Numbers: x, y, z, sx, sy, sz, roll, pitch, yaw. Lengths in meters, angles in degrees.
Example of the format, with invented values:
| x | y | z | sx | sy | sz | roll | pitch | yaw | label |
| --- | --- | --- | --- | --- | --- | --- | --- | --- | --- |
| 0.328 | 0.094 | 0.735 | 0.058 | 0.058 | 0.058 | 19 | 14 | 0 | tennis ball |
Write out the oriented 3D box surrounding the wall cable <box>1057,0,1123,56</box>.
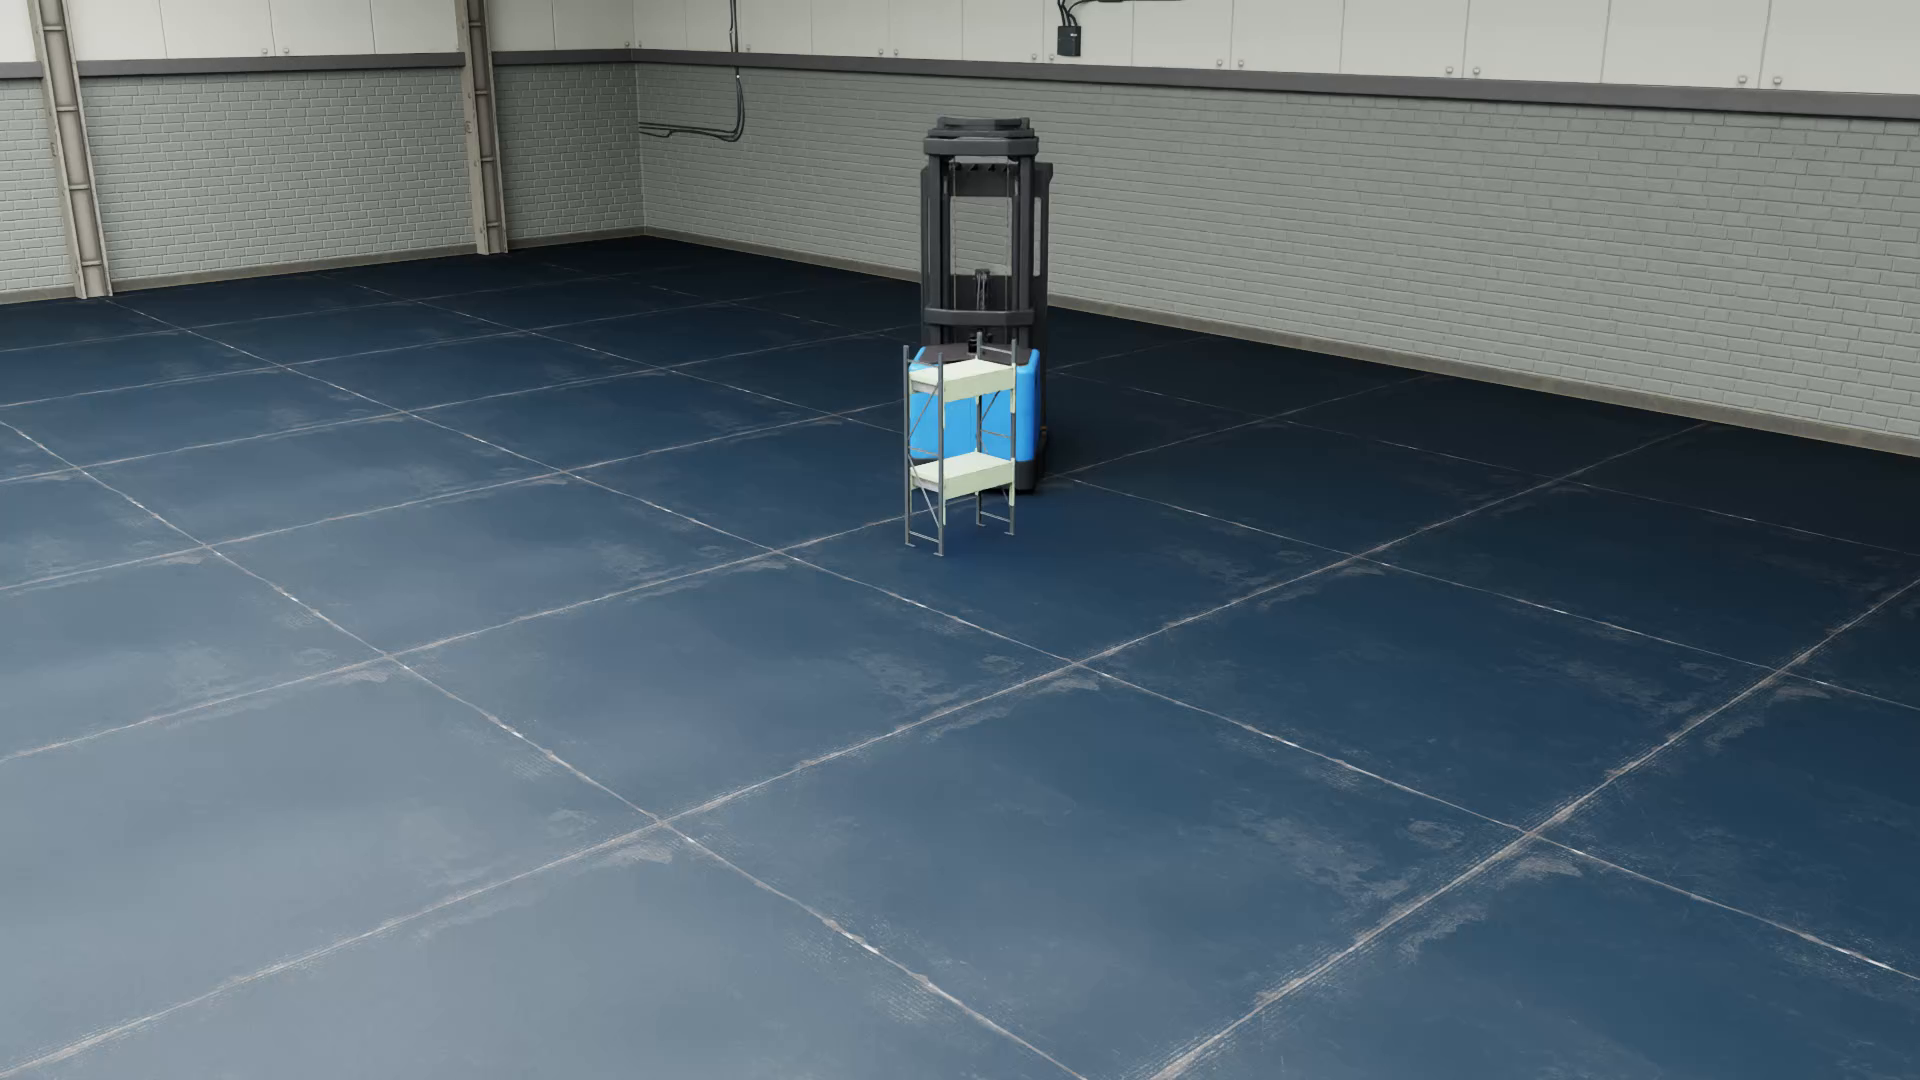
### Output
| x | y | z | sx | sy | sz | roll | pitch | yaw | label |
| --- | --- | --- | --- | --- | --- | --- | --- | --- | --- |
| 2.042 | -8.717 | 19.265 | 0.169 | 6.003 | 2.305 | -16 | 24 | -41 | wall cable |

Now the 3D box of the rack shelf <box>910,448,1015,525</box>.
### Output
| x | y | z | sx | sy | sz | roll | pitch | yaw | label |
| --- | --- | --- | --- | --- | --- | --- | --- | --- | --- |
| 0.005 | -0.405 | 12.358 | 0.720 | 0.370 | 0.431 | -16 | 24 | -41 | rack shelf |

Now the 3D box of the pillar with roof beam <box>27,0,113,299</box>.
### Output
| x | y | z | sx | sy | sz | roll | pitch | yaw | label |
| --- | --- | --- | --- | --- | --- | --- | --- | --- | --- |
| -8.920 | -6.666 | 18.453 | 0.400 | 9.000 | 9.100 | -16 | 24 | -41 | pillar with roof beam |

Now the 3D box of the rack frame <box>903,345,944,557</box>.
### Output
| x | y | z | sx | sy | sz | roll | pitch | yaw | label |
| --- | --- | --- | --- | --- | --- | --- | --- | --- | --- |
| -0.261 | -0.637 | 12.019 | 0.023 | 1.500 | 0.400 | -16 | 24 | -41 | rack frame |

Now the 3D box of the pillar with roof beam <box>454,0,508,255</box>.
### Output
| x | y | z | sx | sy | sz | roll | pitch | yaw | label |
| --- | --- | --- | --- | --- | --- | --- | --- | --- | --- |
| -4.561 | -7.937 | 22.374 | 0.400 | 9.000 | 9.100 | -16 | 24 | -41 | pillar with roof beam |

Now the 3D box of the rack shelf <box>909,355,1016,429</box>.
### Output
| x | y | z | sx | sy | sz | roll | pitch | yaw | label |
| --- | --- | --- | --- | --- | --- | --- | --- | --- | --- |
| 0.005 | -1.086 | 12.137 | 0.720 | 0.370 | 0.431 | -16 | 24 | -41 | rack shelf |

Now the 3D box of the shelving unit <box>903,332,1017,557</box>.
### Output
| x | y | z | sx | sy | sz | roll | pitch | yaw | label |
| --- | --- | --- | --- | --- | --- | --- | --- | --- | --- |
| 0.005 | -0.715 | 12.258 | 0.755 | 1.500 | 0.431 | -16 | 24 | -41 | shelving unit |

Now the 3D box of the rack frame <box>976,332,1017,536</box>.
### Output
| x | y | z | sx | sy | sz | roll | pitch | yaw | label |
| --- | --- | --- | --- | --- | --- | --- | --- | --- | --- |
| 0.271 | -0.792 | 12.497 | 0.023 | 1.500 | 0.400 | -16 | 24 | -41 | rack frame |

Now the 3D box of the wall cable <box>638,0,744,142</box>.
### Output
| x | y | z | sx | sy | sz | roll | pitch | yaw | label |
| --- | --- | --- | --- | --- | --- | --- | --- | --- | --- |
| -4.469 | -7.753 | 26.840 | 0.112 | 2.526 | 3.097 | -16 | 24 | -41 | wall cable |

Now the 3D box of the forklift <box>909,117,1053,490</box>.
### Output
| x | y | z | sx | sy | sz | roll | pitch | yaw | label |
| --- | --- | --- | --- | --- | --- | --- | --- | --- | --- |
| 0.234 | -2.210 | 14.549 | 1.130 | 2.935 | 3.031 | 2 | 18 | 5 | forklift |
